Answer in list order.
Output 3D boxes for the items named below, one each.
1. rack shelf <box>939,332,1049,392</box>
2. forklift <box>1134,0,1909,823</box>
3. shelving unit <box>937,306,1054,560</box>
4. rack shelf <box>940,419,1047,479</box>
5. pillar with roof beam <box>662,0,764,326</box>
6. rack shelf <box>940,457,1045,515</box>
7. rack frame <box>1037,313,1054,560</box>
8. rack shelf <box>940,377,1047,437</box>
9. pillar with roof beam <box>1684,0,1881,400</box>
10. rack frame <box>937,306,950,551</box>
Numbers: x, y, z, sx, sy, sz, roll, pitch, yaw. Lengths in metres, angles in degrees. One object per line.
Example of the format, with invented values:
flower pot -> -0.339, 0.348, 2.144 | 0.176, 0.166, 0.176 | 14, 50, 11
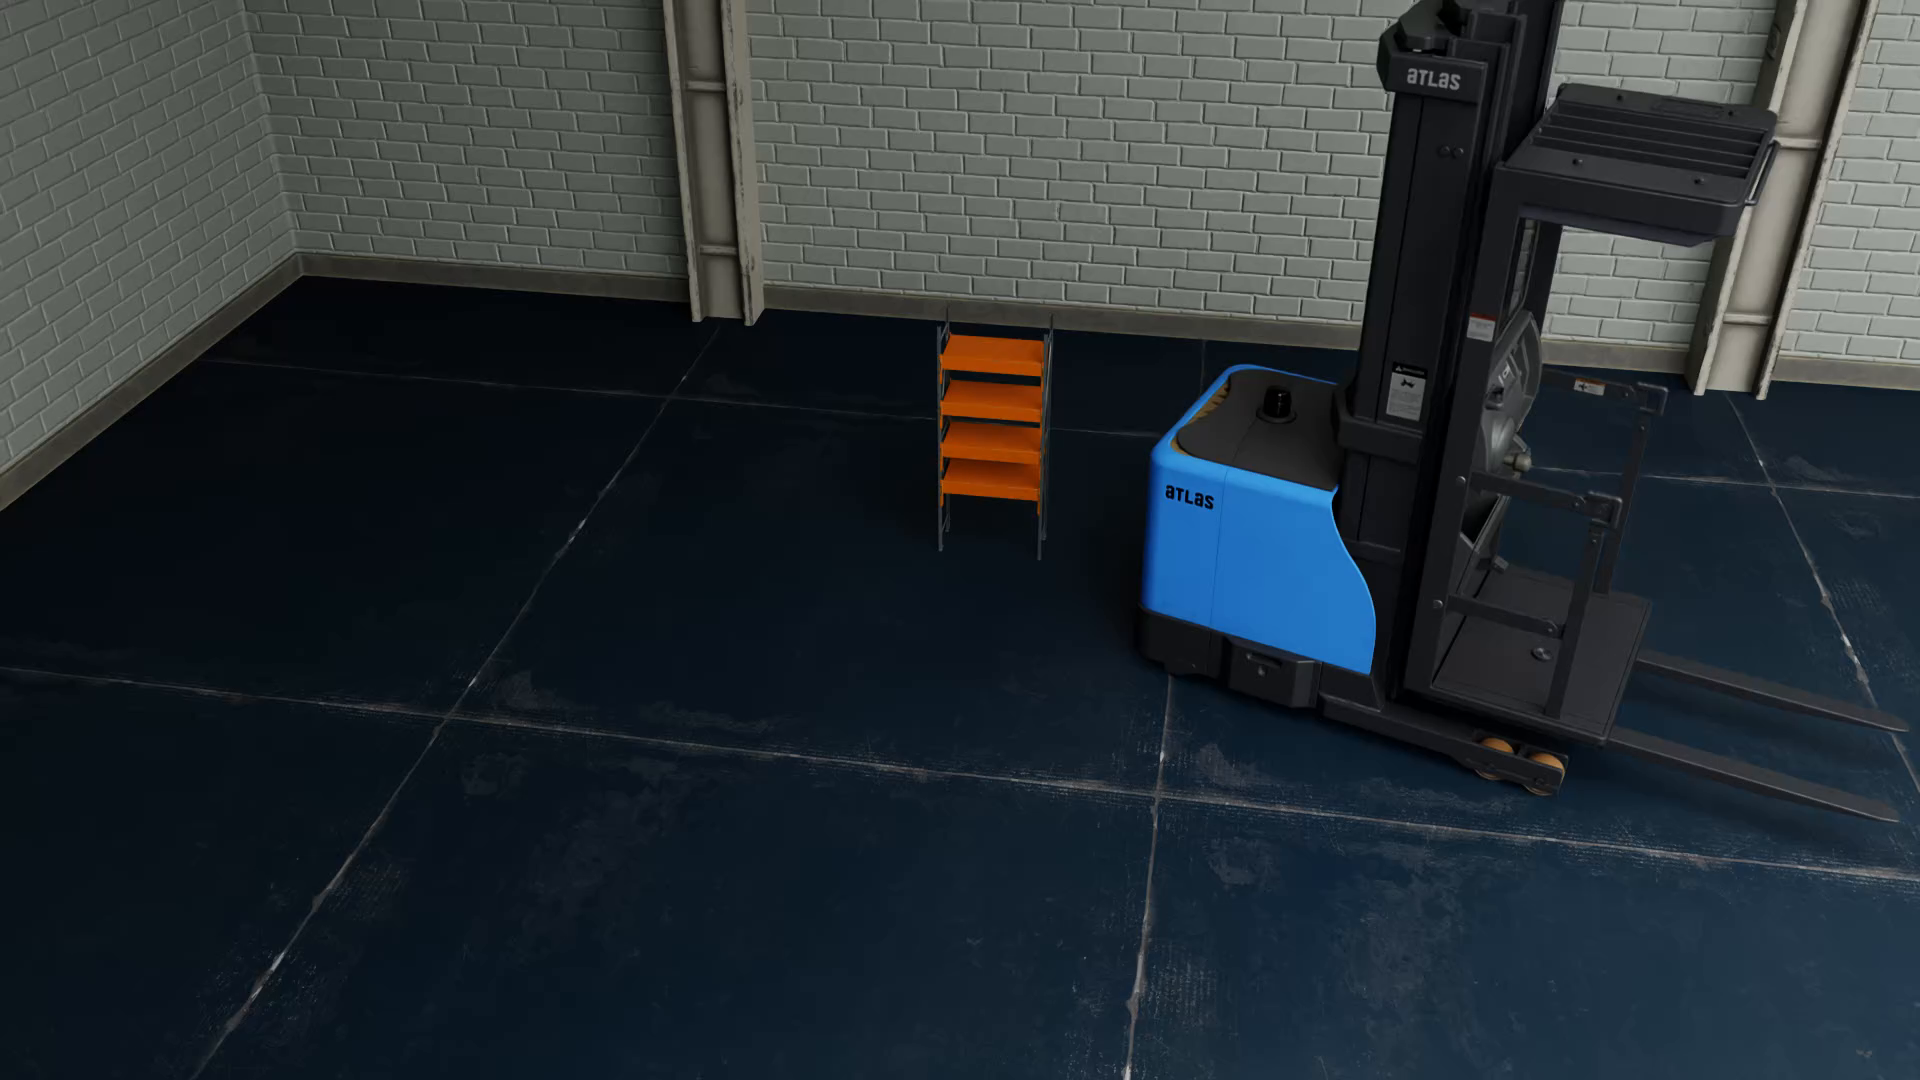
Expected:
rack shelf -> 0.163, -0.827, 7.700 | 0.480, 0.148, 0.258 | 5, 32, 8
forklift -> 2.311, -0.549, 6.364 | 3.031, 2.935, 1.130 | 16, 36, 24
shelving unit -> 0.163, -0.494, 7.908 | 0.503, 1.200, 0.258 | 5, 32, 8
rack shelf -> 0.163, -0.437, 7.944 | 0.480, 0.148, 0.258 | 5, 32, 8
pillar with roof beam -> -2.189, -2.999, 4.560 | 0.400, 9.000, 9.100 | 5, 32, 8
rack shelf -> 0.163, -0.268, 8.049 | 0.480, 0.148, 0.258 | 5, 32, 8
rack frame -> 0.404, -0.472, 7.873 | 0.015, 1.200, 0.240 | 5, 32, 8
rack shelf -> 0.163, -0.626, 7.825 | 0.480, 0.148, 0.258 | 5, 32, 8
pillar with roof beam -> 3.725, -2.464, 3.705 | 0.400, 9.000, 9.100 | 5, 32, 8
rack frame -> -0.077, -0.516, 7.943 | 0.015, 1.200, 0.240 | 5, 32, 8
